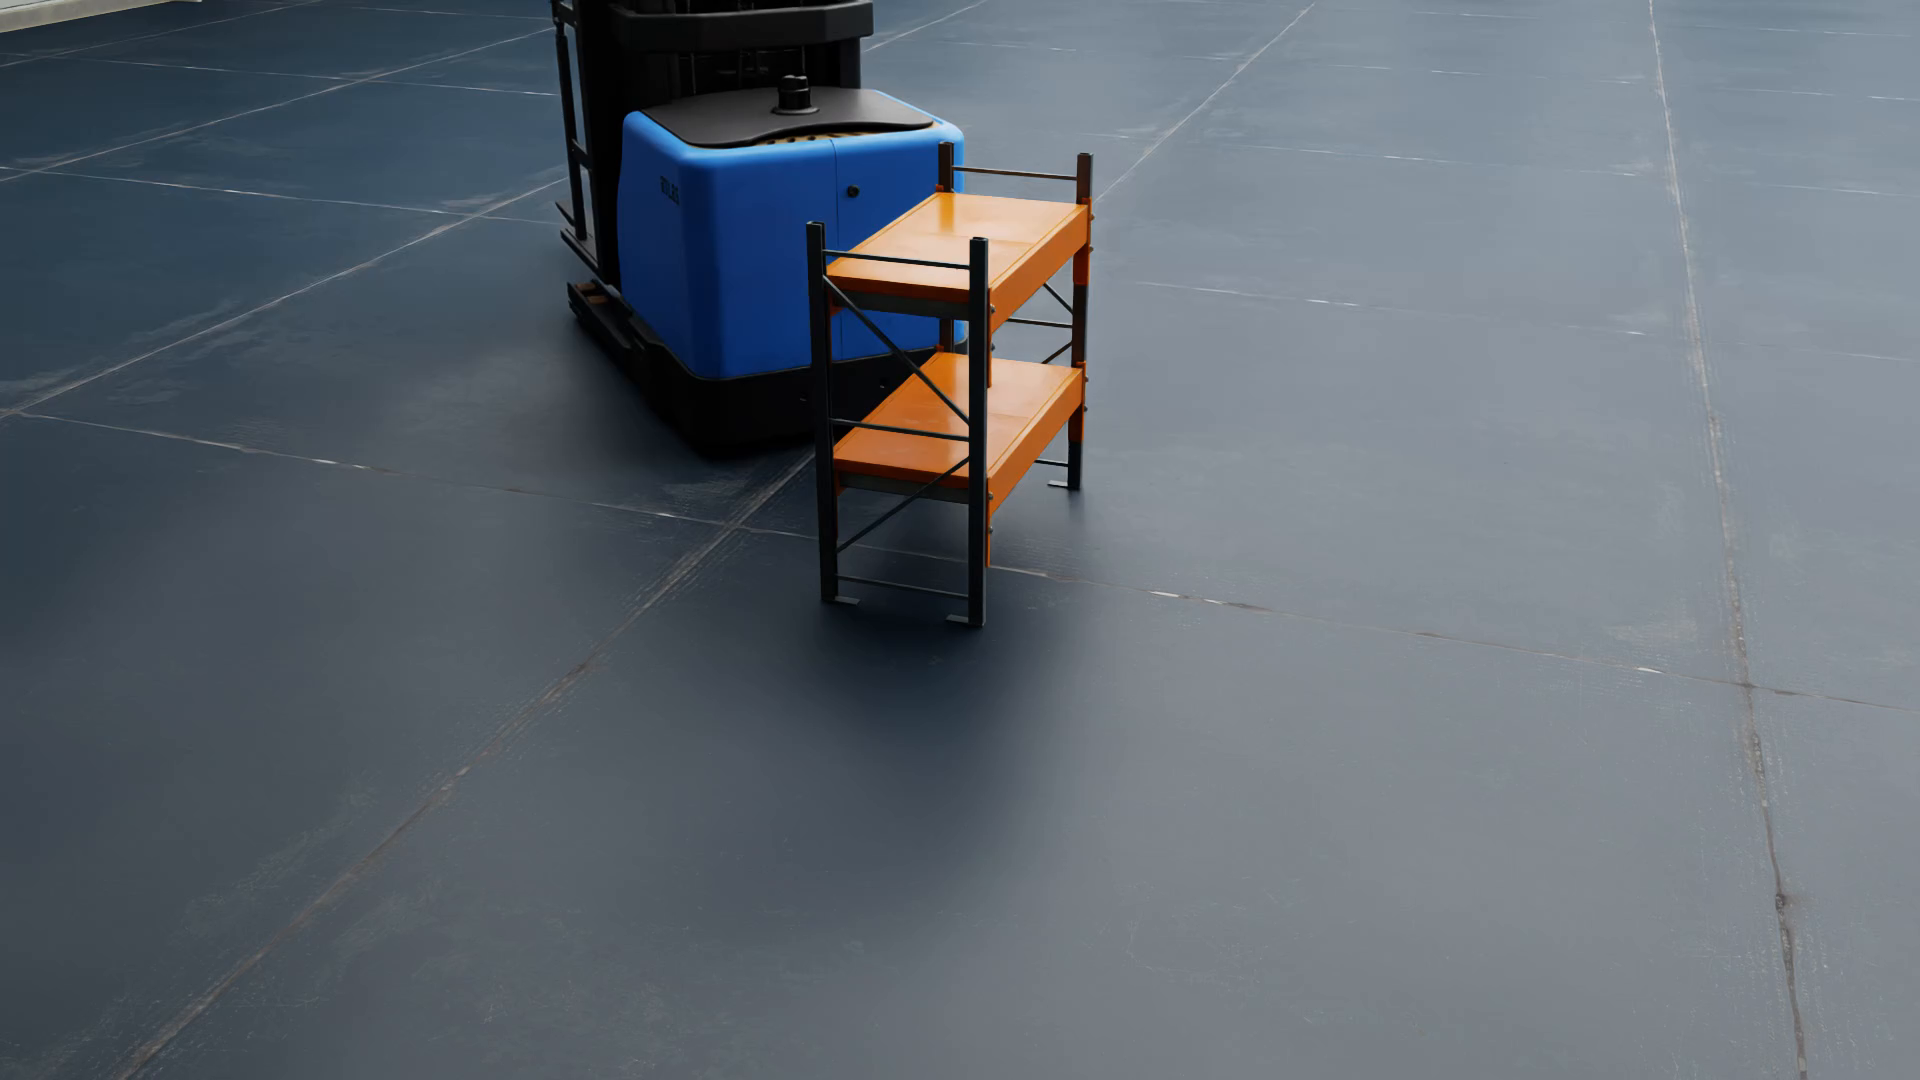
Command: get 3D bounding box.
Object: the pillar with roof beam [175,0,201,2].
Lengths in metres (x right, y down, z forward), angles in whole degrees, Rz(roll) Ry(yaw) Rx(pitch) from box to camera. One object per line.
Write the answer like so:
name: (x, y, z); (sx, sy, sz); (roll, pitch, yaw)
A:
pillar with roof beam: (-3.271, -8.647, 12.783); (9.100, 9.000, 0.400); (9, 27, 17)

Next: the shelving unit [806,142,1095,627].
shelving unit: (0.002, -0.509, 5.011); (0.538, 1.125, 1.048); (9, 27, 17)

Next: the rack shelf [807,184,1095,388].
rack shelf: (0.002, -0.772, 4.883); (0.538, 0.278, 1.000); (9, 27, 17)

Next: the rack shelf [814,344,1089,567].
rack shelf: (0.002, -0.289, 5.117); (0.538, 0.278, 1.000); (9, 27, 17)

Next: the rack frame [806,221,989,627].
rack frame: (-0.167, -0.300, 4.579); (0.500, 1.125, 0.032); (9, 27, 17)

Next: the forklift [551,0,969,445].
forklift: (-1.048, -2.263, 6.560); (1.130, 2.935, 3.031); (-11, 28, -22)

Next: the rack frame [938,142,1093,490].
rack frame: (0.171, -0.718, 5.442); (0.500, 1.125, 0.032); (9, 27, 17)
